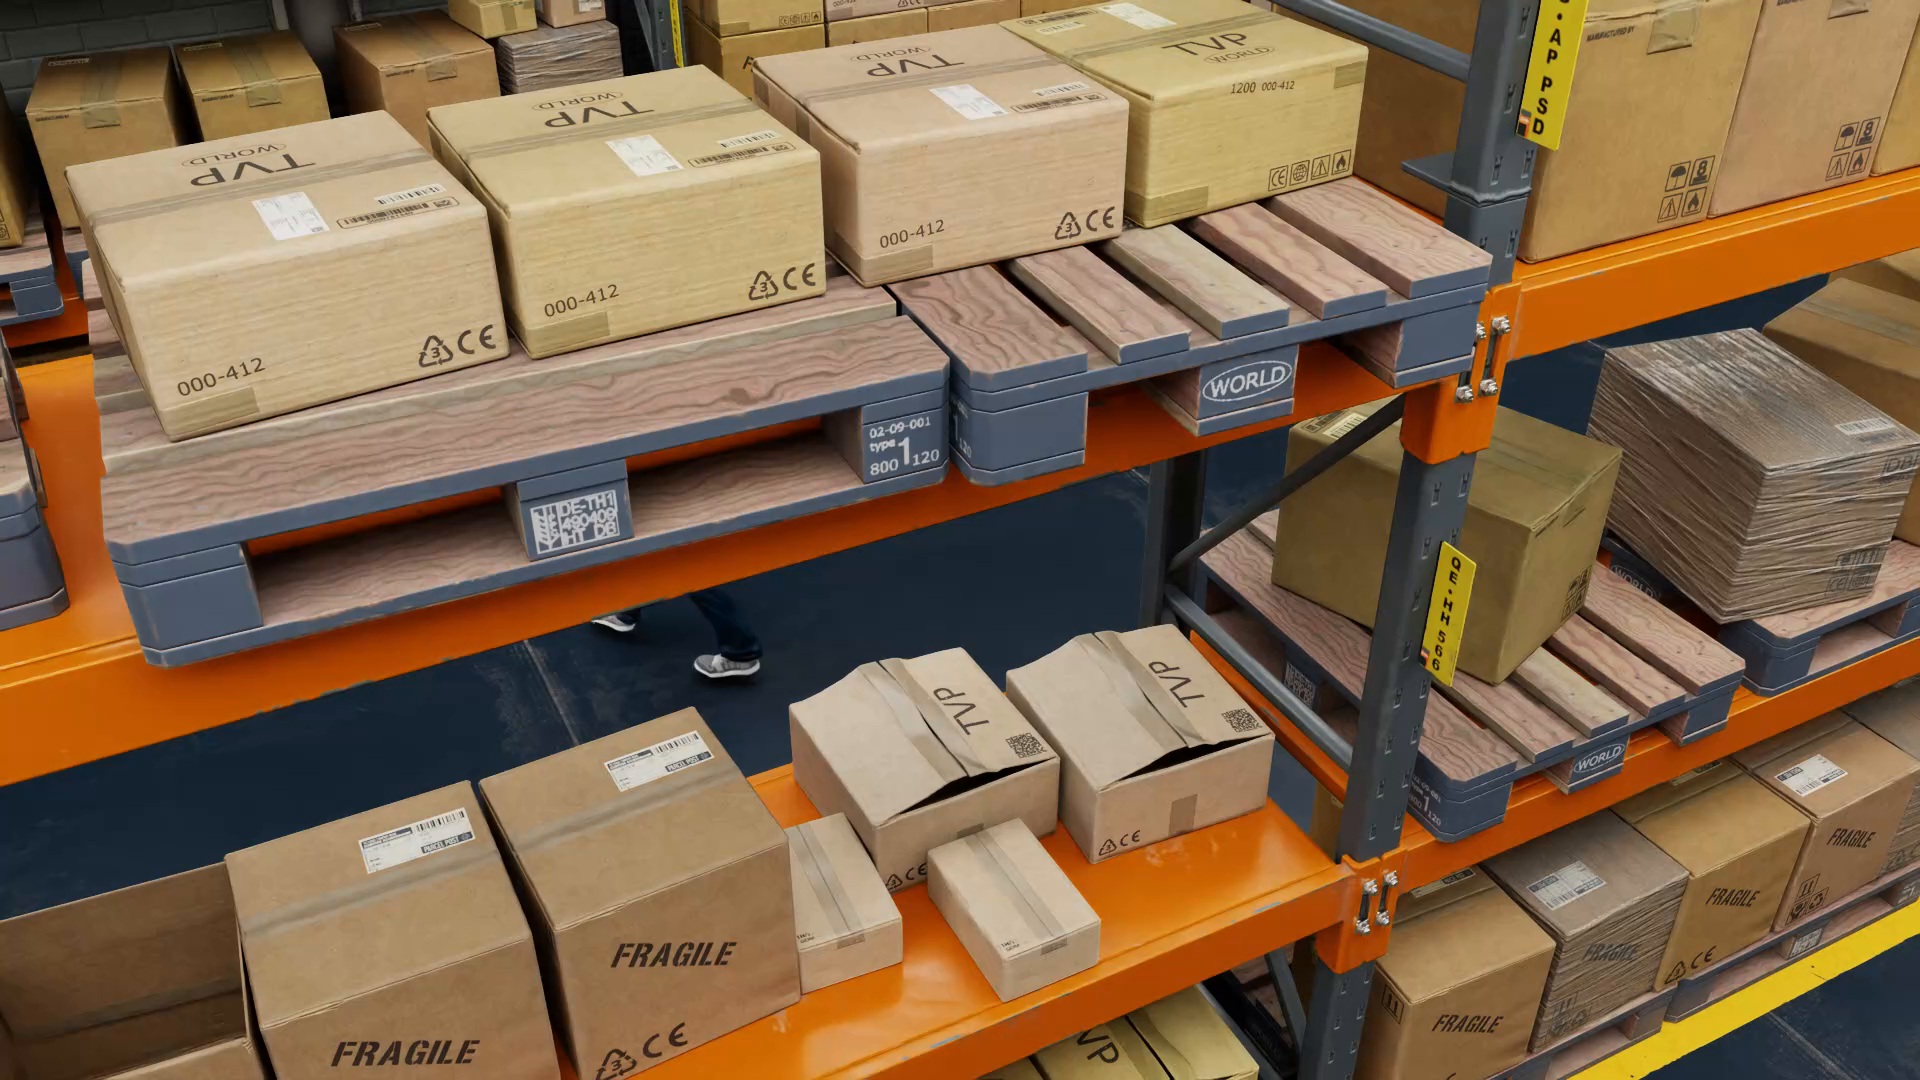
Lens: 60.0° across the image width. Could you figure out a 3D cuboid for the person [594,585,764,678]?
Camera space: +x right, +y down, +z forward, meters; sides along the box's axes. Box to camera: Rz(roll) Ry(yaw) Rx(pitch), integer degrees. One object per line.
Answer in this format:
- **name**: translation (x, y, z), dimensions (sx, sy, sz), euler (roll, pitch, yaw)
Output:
- **person**: translation (-1.211, -0.185, 6.410), dimensions (0.892, 1.554, 0.427), euler (8, 34, 12)
